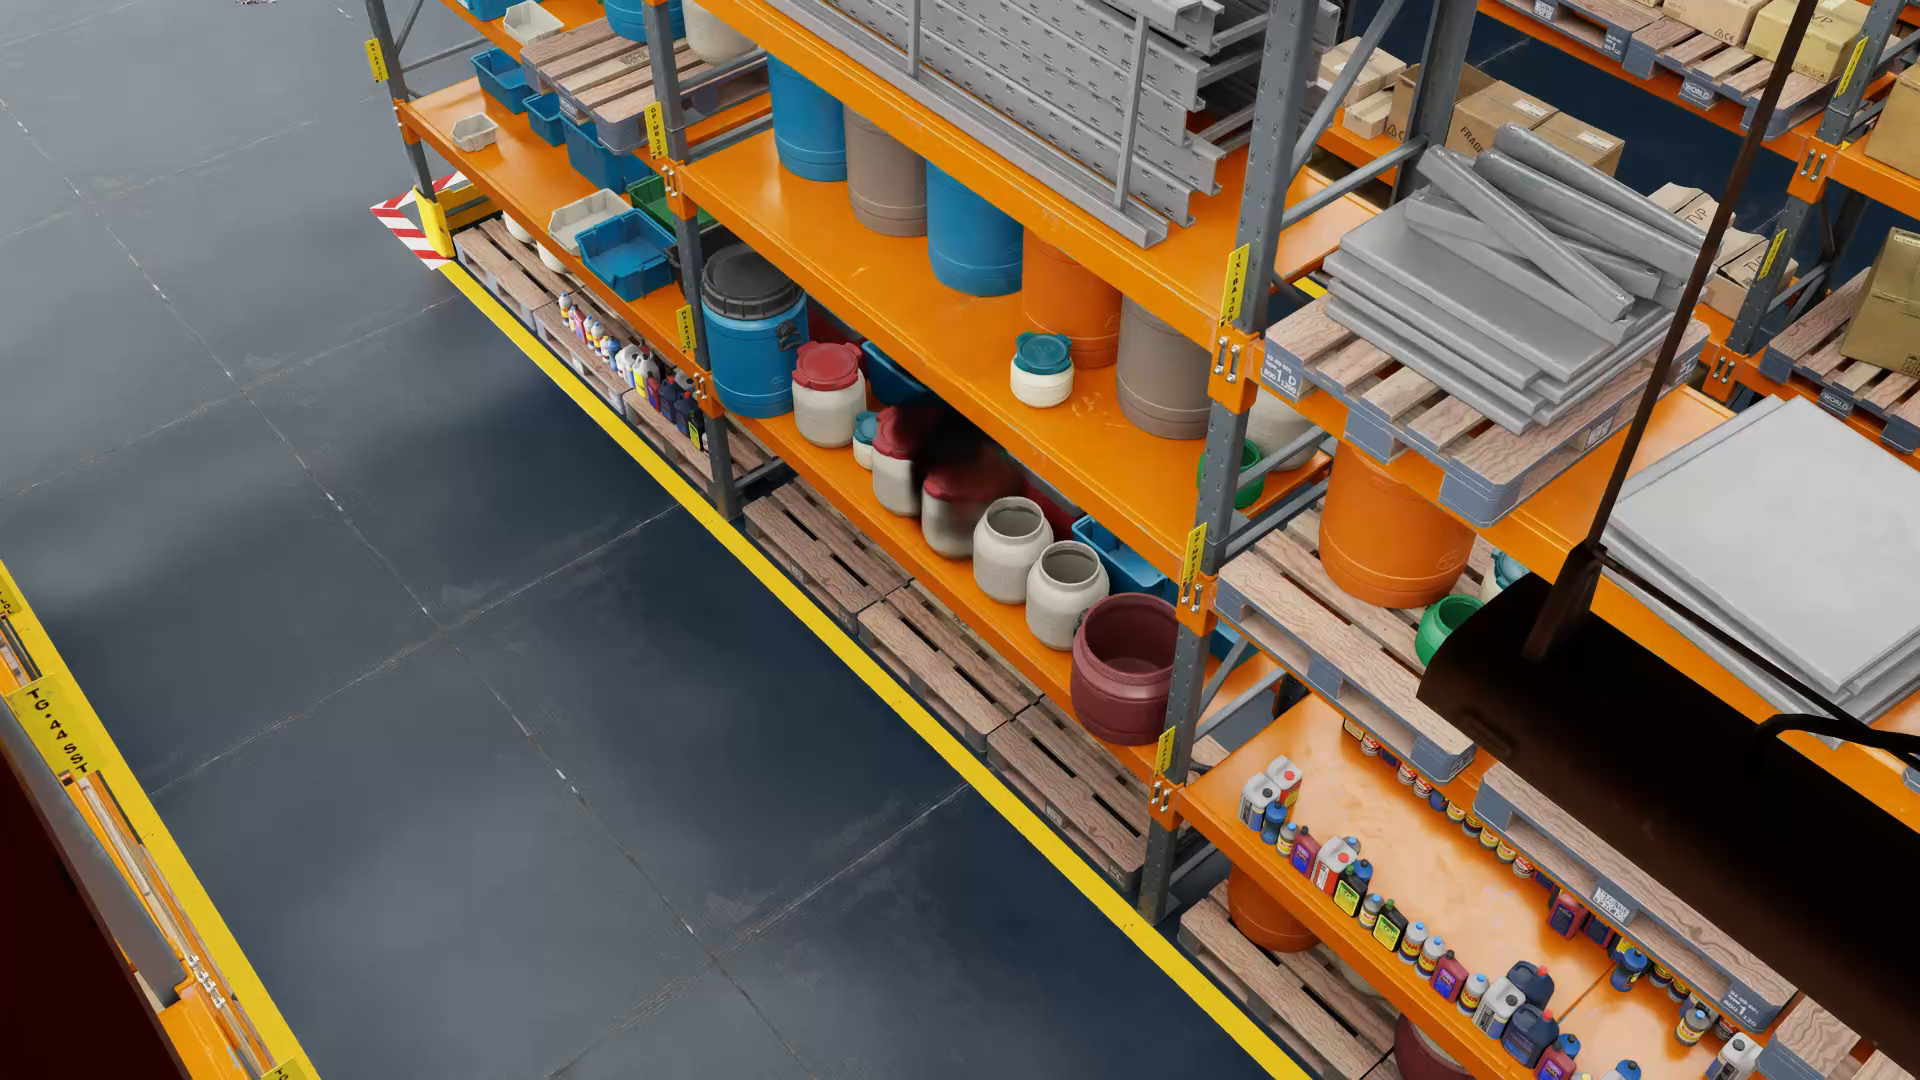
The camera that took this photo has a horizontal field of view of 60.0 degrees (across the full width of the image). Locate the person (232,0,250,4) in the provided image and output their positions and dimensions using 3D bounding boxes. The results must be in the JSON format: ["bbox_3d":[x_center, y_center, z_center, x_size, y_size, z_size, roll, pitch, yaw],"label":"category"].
[{"bbox_3d":[-6.555,-5.771,15.382,0.812,1.596,0.538,-17,49,-16],"label":"person"}]
